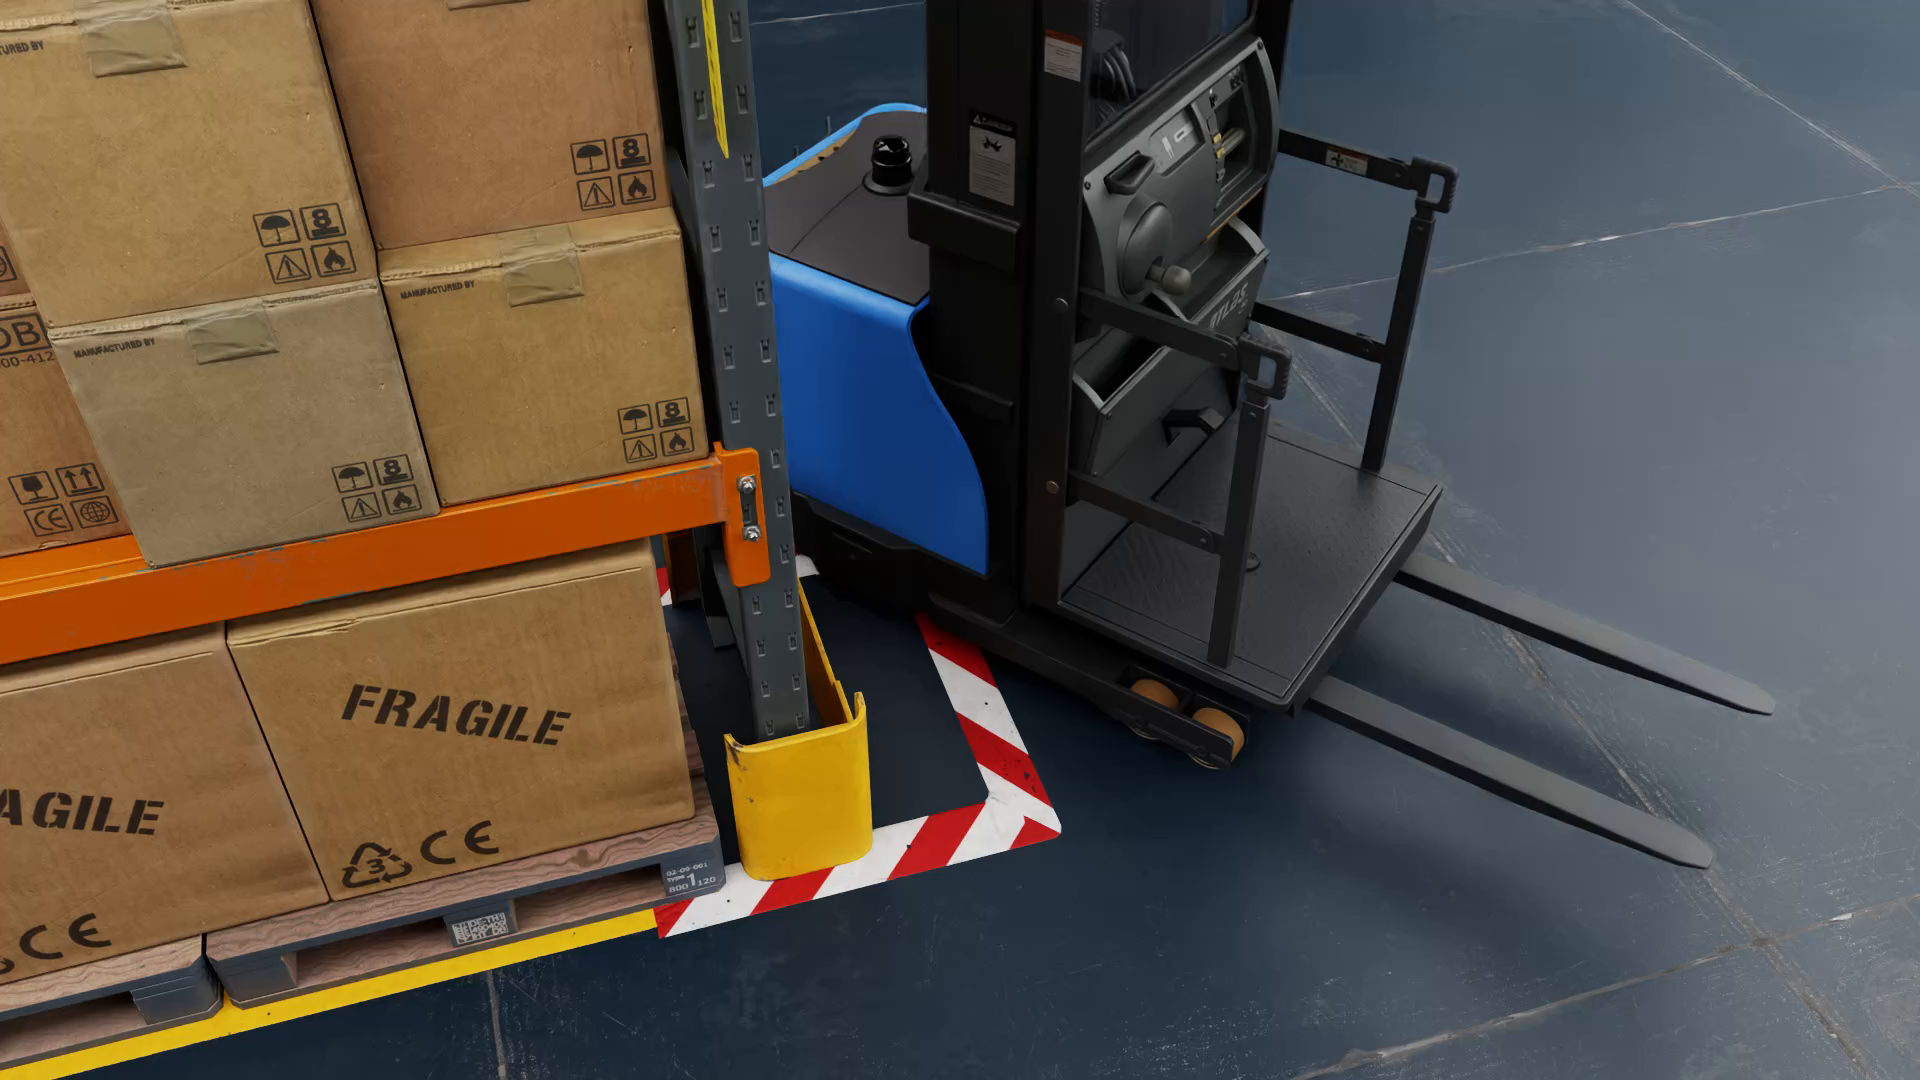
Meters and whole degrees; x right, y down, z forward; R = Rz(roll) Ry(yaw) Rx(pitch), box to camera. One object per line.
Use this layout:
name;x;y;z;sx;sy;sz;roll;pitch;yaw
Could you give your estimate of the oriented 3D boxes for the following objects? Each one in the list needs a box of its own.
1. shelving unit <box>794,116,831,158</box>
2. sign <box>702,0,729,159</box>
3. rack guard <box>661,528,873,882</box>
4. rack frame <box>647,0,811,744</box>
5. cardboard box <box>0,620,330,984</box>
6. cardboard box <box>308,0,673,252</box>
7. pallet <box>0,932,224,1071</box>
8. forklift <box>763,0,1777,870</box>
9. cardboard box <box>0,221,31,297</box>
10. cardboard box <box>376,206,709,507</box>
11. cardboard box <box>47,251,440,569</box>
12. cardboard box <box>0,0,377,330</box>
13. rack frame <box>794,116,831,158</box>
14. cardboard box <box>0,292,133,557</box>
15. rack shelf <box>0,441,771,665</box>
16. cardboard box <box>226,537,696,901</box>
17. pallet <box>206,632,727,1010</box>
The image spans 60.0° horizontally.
shelving unit;-0.388;-0.959;5.664;0.210;0.900;0.258;16;44;18
sign;-0.424;-0.823;2.852;0.005;0.325;0.100;-12;42;-13
rack guard;-0.551;0.296;4.532;0.348;0.500;1.175;-12;42;-13
rack frame;-0.573;-0.641;3.704;0.127;3.000;1.000;-12;42;-13
cardboard box;-2.039;0.352;3.863;0.875;0.875;0.875;-12;43;-14
cardboard box;-0.939;-1.055;3.243;0.550;0.550;0.875;-12;42;-13
pallet;-2.474;0.855;4.111;1.213;0.211;1.003;-12;42;-13
forklift;0.732;-0.882;4.032;3.031;2.935;1.130;24;46;25
cardboard box;-2.011;-0.863;3.023;0.550;0.550;0.875;-12;42;-13
cardboard box;-0.914;-0.596;3.538;0.550;0.550;0.875;-12;42;-13
cardboard box;-1.432;-0.473;3.398;0.550;0.550;0.875;-12;42;-13
cardboard box;-1.436;-0.888;3.052;0.550;0.550;0.875;-12;42;-13
rack frame;-0.480;-0.986;5.695;0.006;0.900;0.240;16;44;18
cardboard box;-2.004;-0.441;3.361;0.550;0.550;0.875;-12;42;-13
rack shelf;-2.481;0.025;3.488;4.000;0.370;1.077;-12;42;-13
cardboard box;-1.200;0.177;4.064;0.875;0.875;0.875;-11;42;-13
pallet;-1.313;0.616;4.384;1.213;0.211;1.003;-12;42;-13
